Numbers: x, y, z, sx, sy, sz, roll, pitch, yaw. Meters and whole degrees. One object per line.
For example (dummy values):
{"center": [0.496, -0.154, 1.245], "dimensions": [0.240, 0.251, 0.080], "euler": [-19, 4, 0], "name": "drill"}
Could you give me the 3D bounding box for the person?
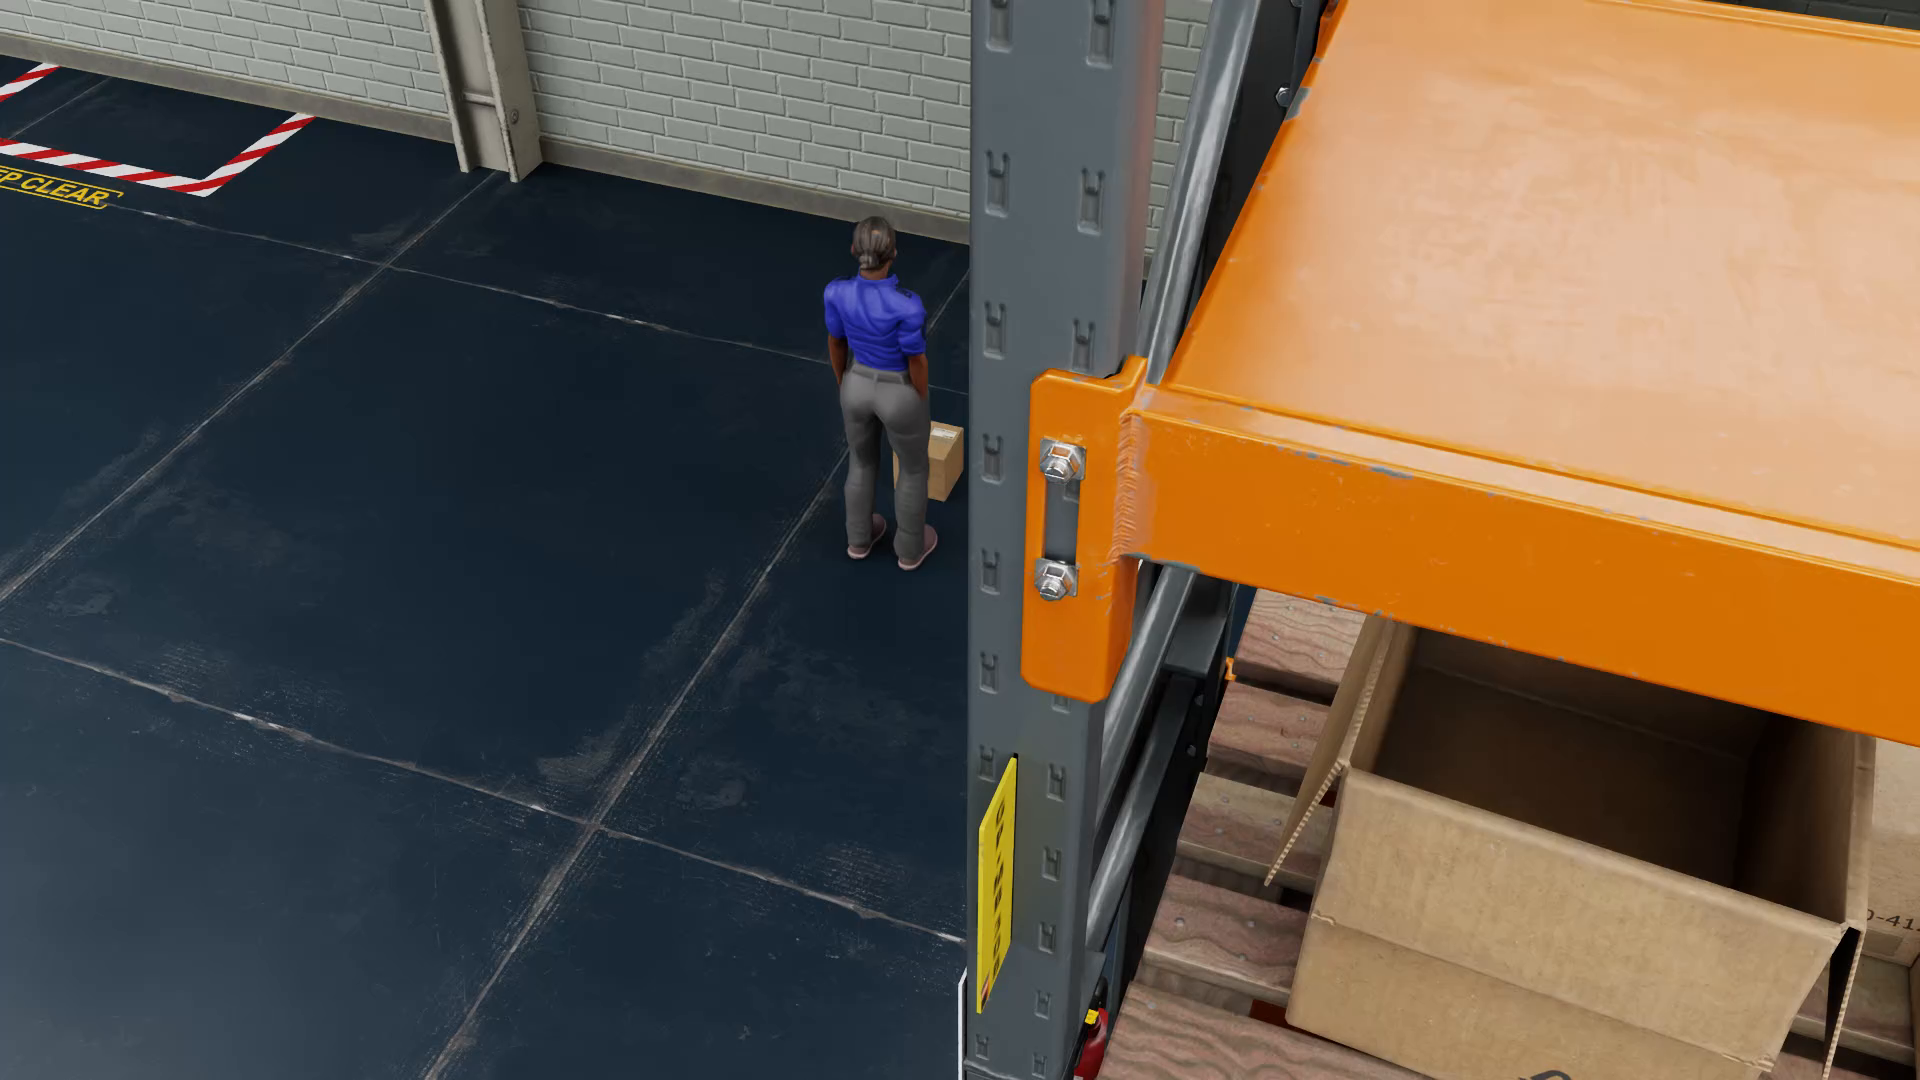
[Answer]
{"center": [-0.331, -0.613, 6.799], "dimensions": [0.434, 1.578, 0.276], "euler": [14, 44, 16], "name": "person"}
